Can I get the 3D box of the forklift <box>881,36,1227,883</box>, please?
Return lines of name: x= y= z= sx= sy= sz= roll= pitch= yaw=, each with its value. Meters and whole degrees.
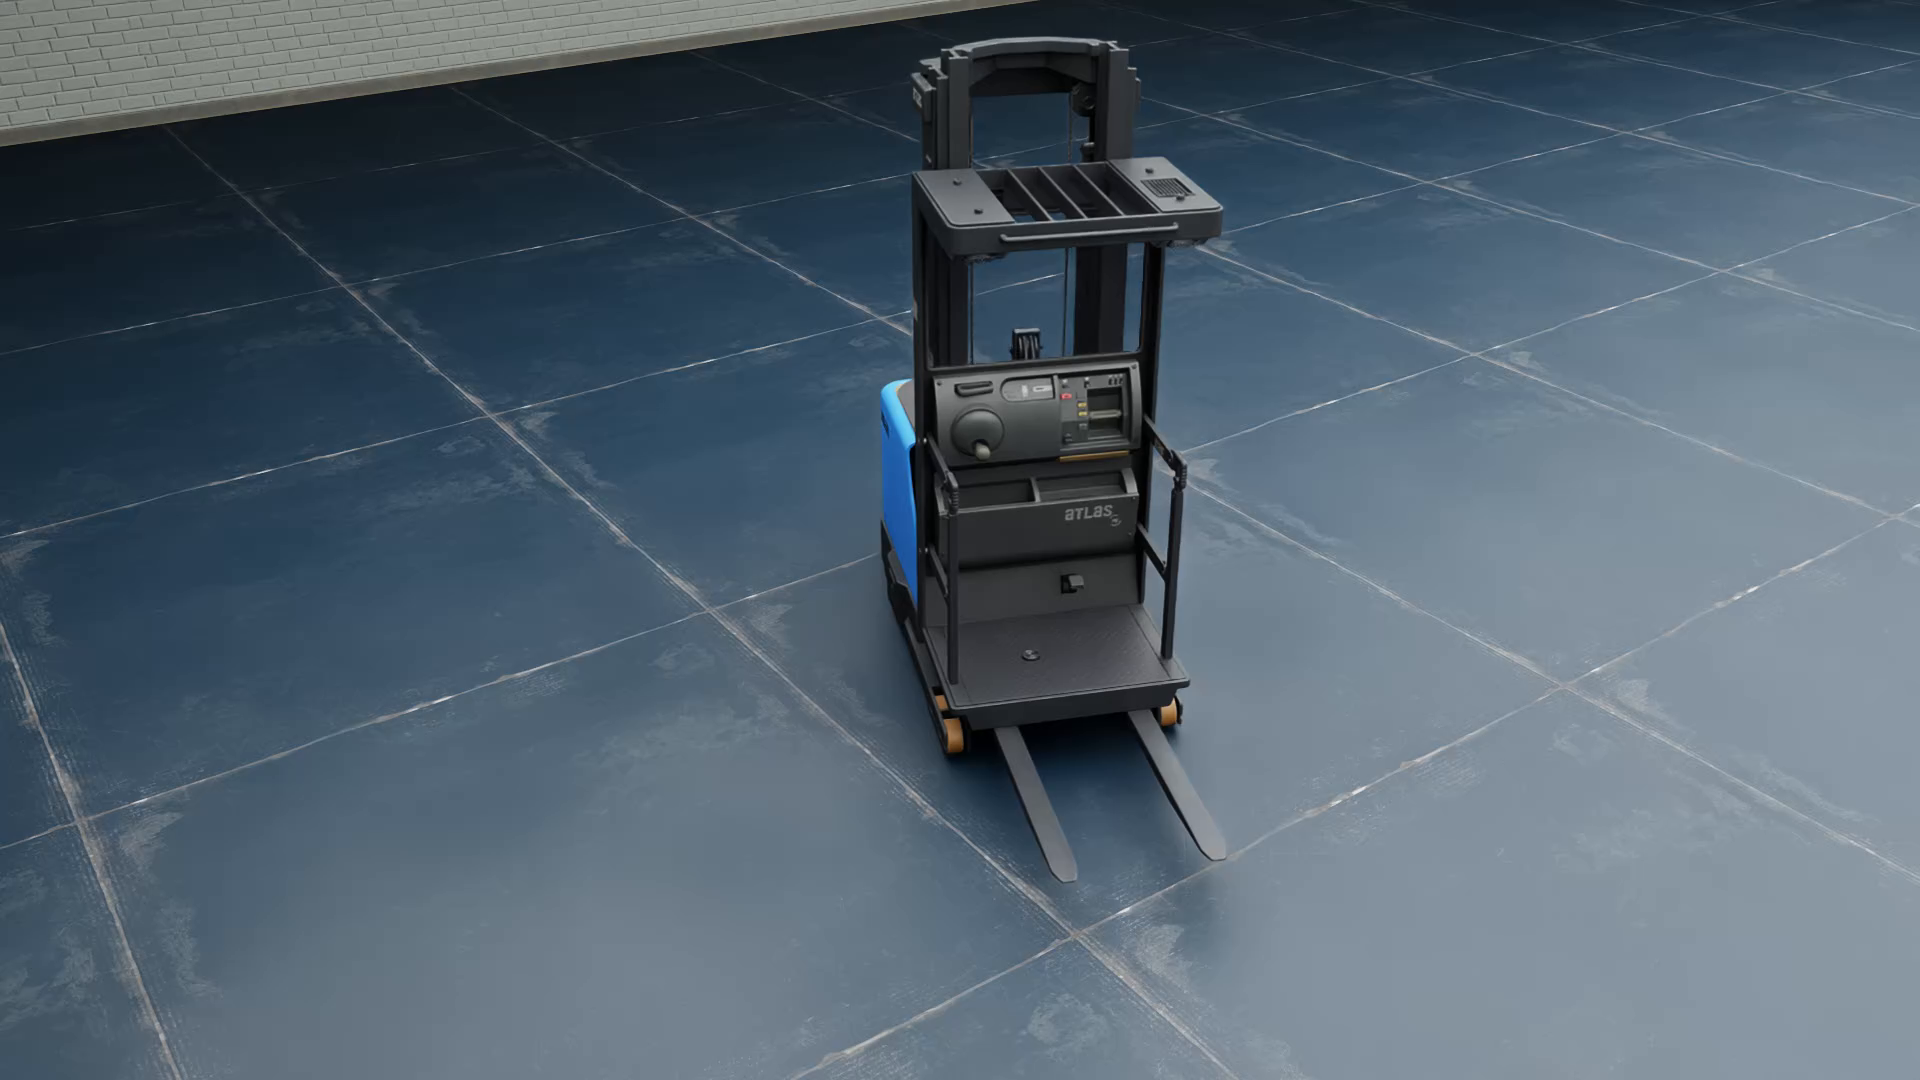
forklift: x=0.394 y=-0.520 z=7.137 sx=1.130 sy=2.935 sz=3.031 roll=-6 pitch=29 yaw=-11

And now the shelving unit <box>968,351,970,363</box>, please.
shelving unit: x=0.030 y=-0.475 z=9.024 sx=0.215 sy=1.050 sz=0.252 roll=-15 pitch=32 yaw=-26

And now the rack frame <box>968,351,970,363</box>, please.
rack frame: x=-0.031 y=-0.525 z=9.117 sx=0.200 sy=1.050 sz=0.008 roll=-15 pitch=32 yaw=-26
